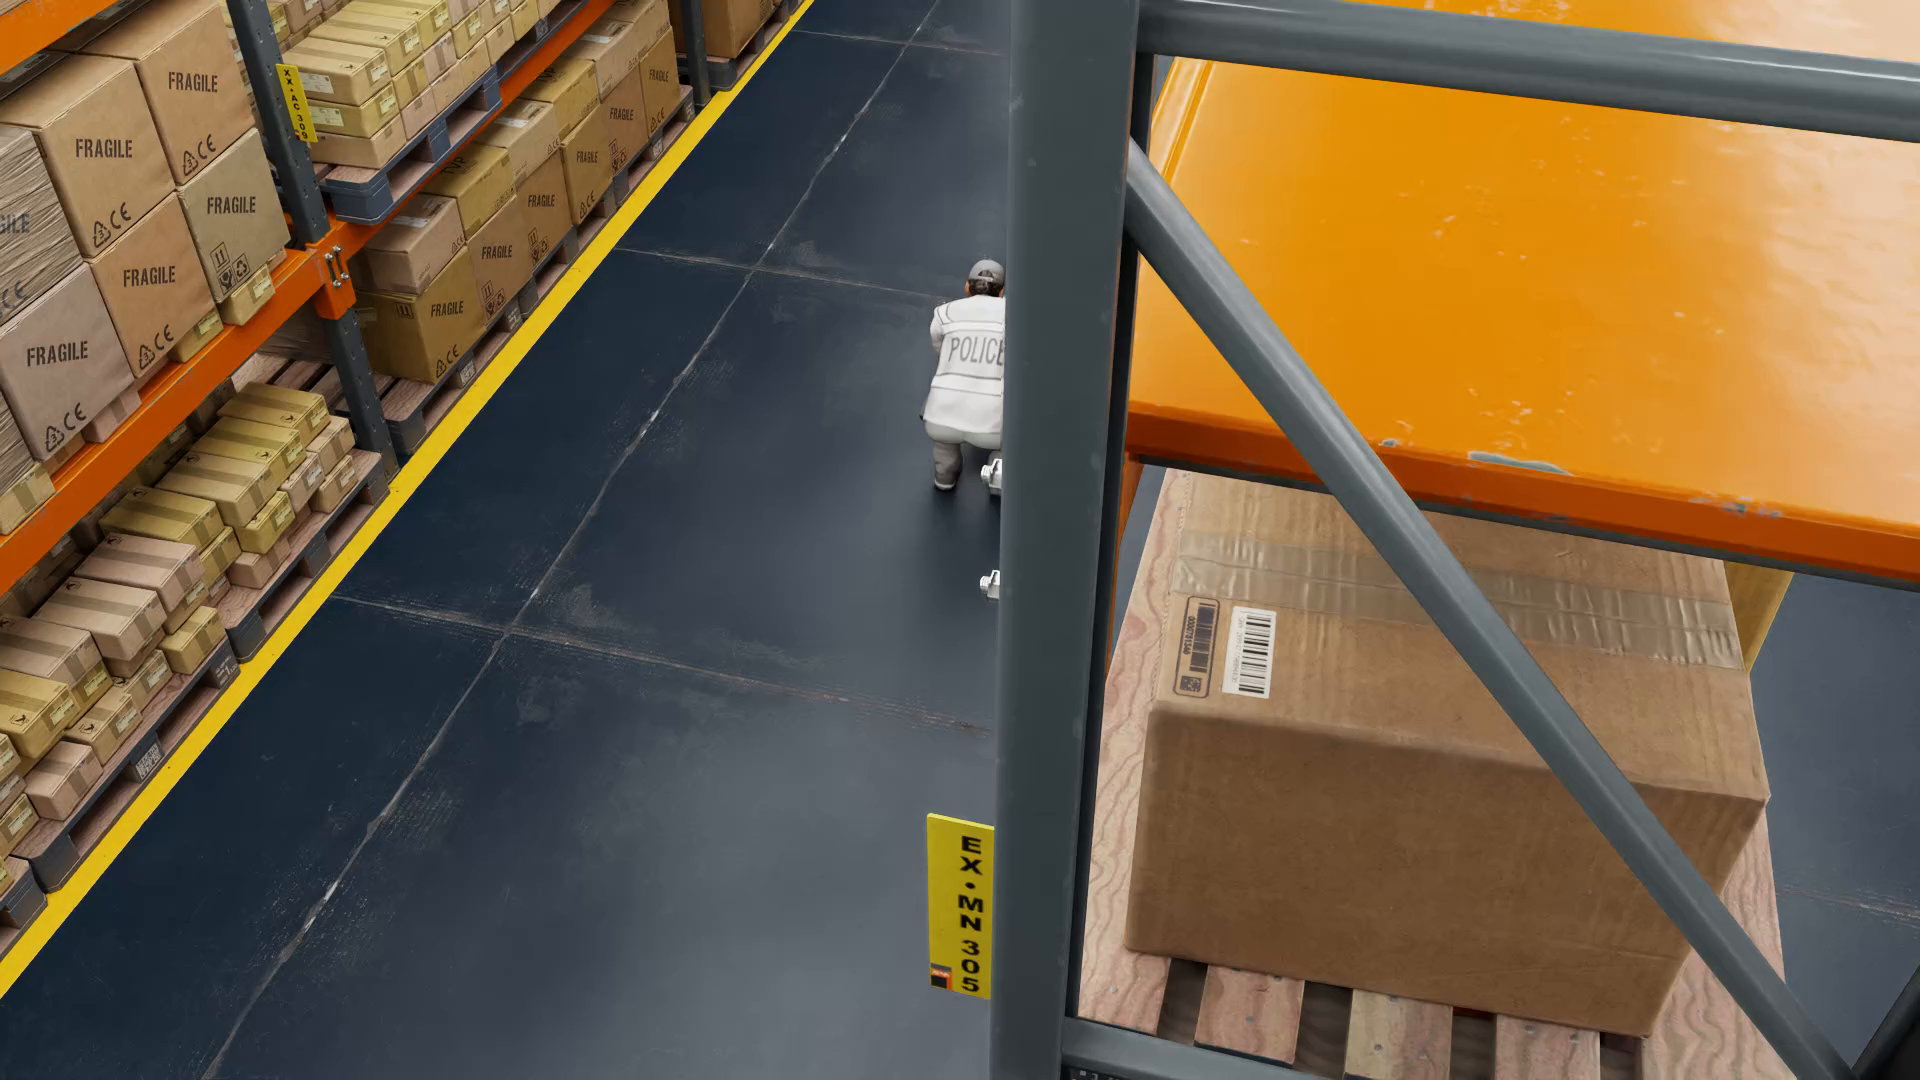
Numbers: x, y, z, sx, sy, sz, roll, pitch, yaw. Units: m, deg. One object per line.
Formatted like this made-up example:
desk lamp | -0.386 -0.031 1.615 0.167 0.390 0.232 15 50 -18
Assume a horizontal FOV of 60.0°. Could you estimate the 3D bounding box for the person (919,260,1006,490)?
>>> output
person | 0.089 -0.718 7.689 0.518 0.950 0.852 10 42 11
